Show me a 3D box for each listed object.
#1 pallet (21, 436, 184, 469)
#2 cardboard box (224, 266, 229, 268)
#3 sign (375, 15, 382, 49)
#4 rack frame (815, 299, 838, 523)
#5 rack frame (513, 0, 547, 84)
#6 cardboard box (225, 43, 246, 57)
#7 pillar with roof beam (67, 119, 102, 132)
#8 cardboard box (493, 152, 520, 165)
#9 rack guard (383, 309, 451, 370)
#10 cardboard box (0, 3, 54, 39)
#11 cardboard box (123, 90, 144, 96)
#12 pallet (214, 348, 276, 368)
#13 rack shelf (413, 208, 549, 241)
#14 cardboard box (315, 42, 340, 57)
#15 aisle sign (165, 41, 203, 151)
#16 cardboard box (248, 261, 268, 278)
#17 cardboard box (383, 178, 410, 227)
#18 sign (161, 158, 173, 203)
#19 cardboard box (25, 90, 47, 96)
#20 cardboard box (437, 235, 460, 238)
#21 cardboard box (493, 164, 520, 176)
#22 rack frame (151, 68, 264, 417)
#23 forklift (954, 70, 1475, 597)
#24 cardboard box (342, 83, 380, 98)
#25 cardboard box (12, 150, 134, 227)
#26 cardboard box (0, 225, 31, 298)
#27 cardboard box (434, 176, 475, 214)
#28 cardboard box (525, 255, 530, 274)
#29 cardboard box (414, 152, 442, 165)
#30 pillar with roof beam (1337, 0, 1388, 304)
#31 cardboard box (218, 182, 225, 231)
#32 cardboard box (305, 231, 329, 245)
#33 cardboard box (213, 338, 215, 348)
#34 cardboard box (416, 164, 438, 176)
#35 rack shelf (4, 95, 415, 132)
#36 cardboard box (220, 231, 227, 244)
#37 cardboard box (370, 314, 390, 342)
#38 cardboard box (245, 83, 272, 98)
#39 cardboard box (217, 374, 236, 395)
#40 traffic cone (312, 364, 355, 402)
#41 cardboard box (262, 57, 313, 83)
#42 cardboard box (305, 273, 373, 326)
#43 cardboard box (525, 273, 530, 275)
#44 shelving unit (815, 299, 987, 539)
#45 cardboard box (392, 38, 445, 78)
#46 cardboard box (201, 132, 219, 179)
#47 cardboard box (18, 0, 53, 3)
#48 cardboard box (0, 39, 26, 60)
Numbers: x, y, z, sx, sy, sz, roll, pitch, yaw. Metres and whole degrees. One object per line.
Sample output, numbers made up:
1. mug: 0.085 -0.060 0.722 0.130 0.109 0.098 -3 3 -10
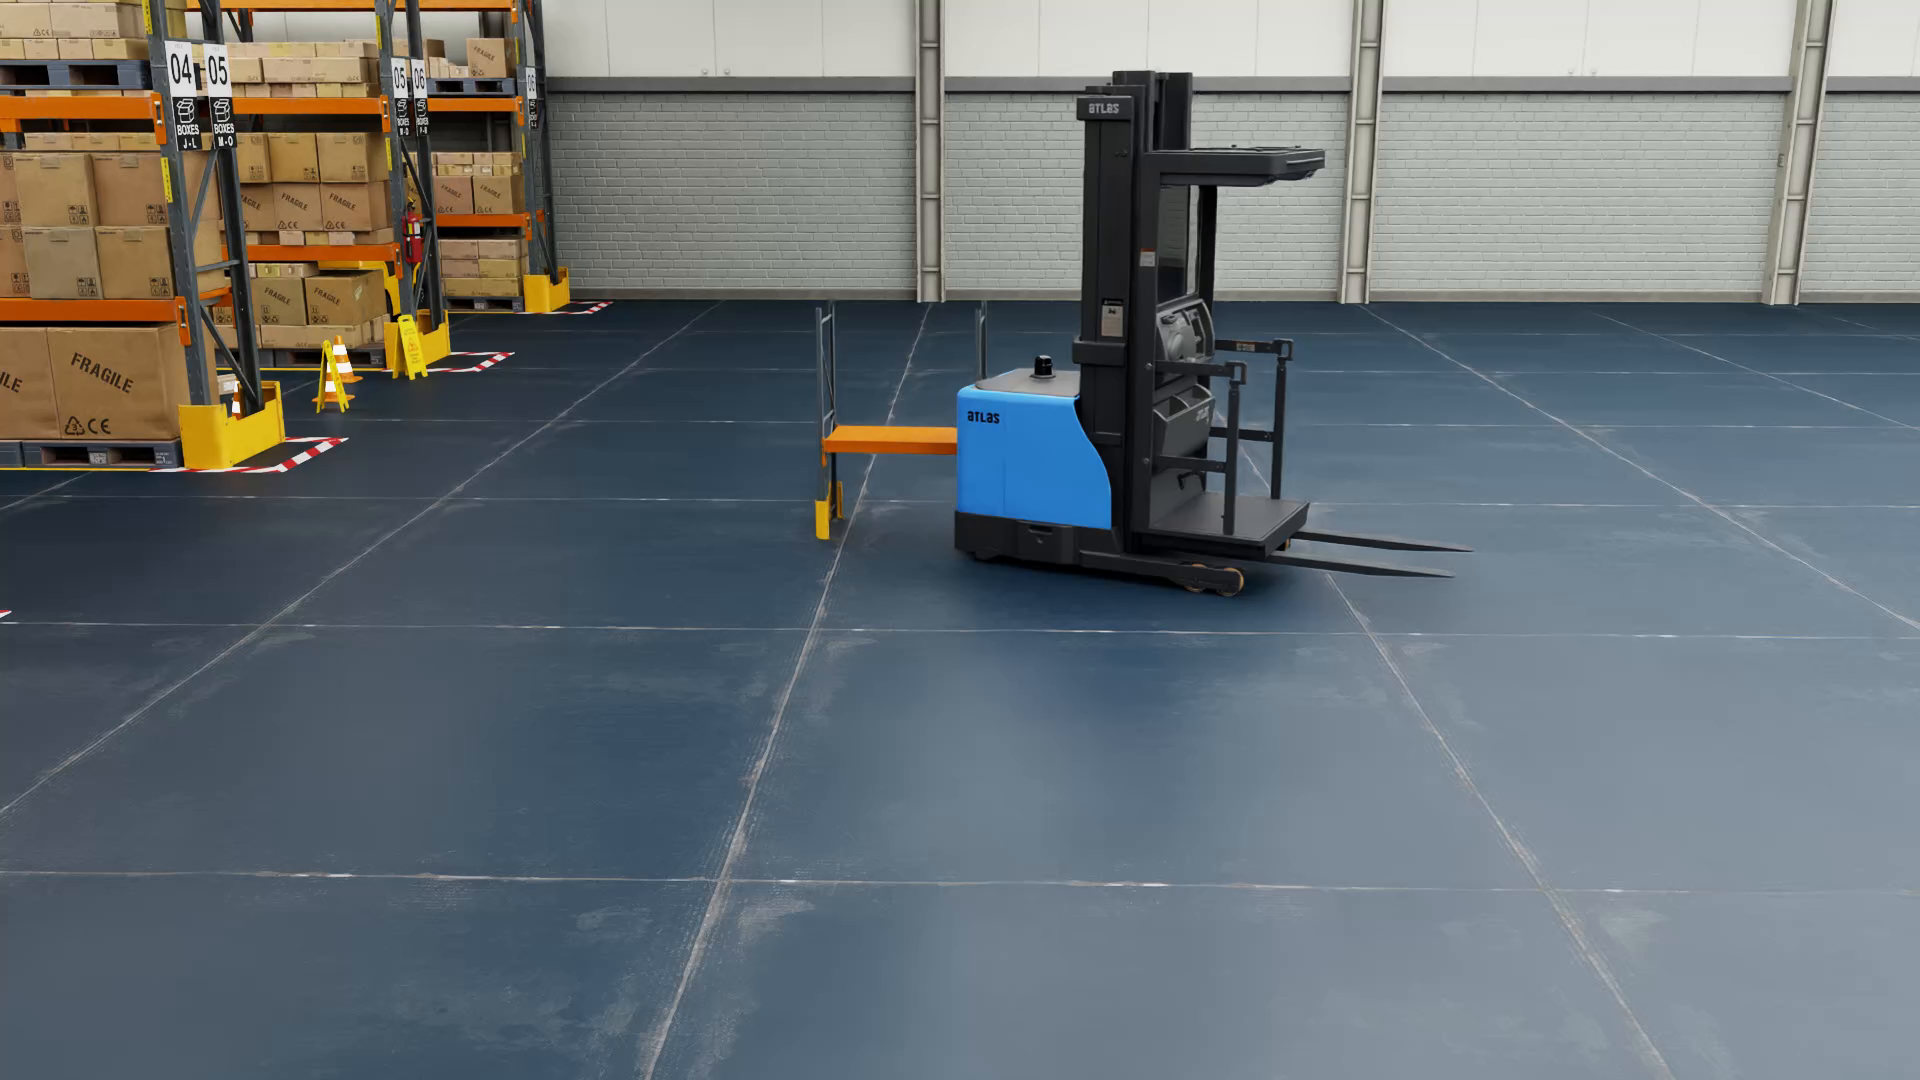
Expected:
1. pallet: -6.687 -0.785 13.400 1.213 0.211 1.003 0 15 1
2. cardboard box: -10.257 -3.758 23.036 0.625 0.625 0.875 1 15 4
3. sign: -5.894 -5.148 16.856 0.005 0.325 0.100 0 15 1
4. rack frame: -0.876 -0.807 10.958 0.032 1.500 0.500 1 15 6
5. rack frame: -5.737 -7.577 21.920 0.127 3.000 1.000 0 15 1
6. cardboard box: -7.475 -5.087 17.291 0.250 0.149 0.380 0 15 0
7. pillar with roof beam: -12.518 -6.753 18.796 0.400 9.000 9.100 0 15 1
8. cardboard box: -6.100 -5.131 22.357 0.250 0.149 0.380 0 15 2
9. rack guard: -5.936 -2.203 18.208 0.348 0.500 1.175 0 15 1
10. cardboard box: -6.882 -3.856 12.388 0.500 0.250 0.500 0 15 2
11. cardboard box: -8.526 -4.695 17.369 0.250 0.149 0.380 0 15 0
12. pallet: -7.963 -2.086 18.332 1.213 0.211 1.003 0 15 1
13. rack shelf: -7.736 -4.342 22.827 4.000 0.370 1.077 0 15 1
14. cardboard box: -6.462 -5.064 17.202 0.250 0.149 0.380 1 15 2
15. aisle sign: -5.822 -3.328 12.477 0.004 0.787 0.394 0 15 1
16. cardboard box: -7.551 -2.889 17.736 0.250 0.149 0.380 1 15 4
17. cardboard box: -6.326 -3.677 18.117 0.500 0.500 0.500 0 15 1
18. sign: -5.913 -2.684 12.398 0.005 0.325 0.100 0 15 1
19. cardboard box: -9.550 -4.700 17.389 0.250 0.149 0.380 0 15 1
20. cardboard box: -7.212 -4.093 23.082 0.500 0.250 0.500 0 15 1
21. cardboard box: -6.091 -4.969 22.328 0.250 0.149 0.380 1 15 2
22. rack frame: -5.885 -2.148 13.101 0.127 3.000 1.000 0 15 1
23. forklift: 1.521 -1.245 9.812 3.031 2.935 1.130 7 16 25
24. cardboard box: -6.224 -4.671 17.276 0.250 0.149 0.380 0 15 2
25. cardboard box: -6.807 -2.735 12.915 0.550 0.550 0.875 0 15 1
26. cardboard box: -7.364 -2.245 13.174 0.550 0.550 0.875 0 15 1
27. cardboard box: -6.754 -4.667 22.453 0.500 0.500 0.500 1 15 3
28. cardboard box: -6.201 -3.848 23.132 0.500 0.250 0.500 1 15 2
29. cardboard box: -7.120 -5.113 22.291 0.250 0.149 0.380 1 15 3
30. pillar with roof beam: 5.476 -6.636 18.351 0.400 9.000 9.100 0 15 1
31. cardboard box: -7.916 -3.553 17.647 0.500 0.500 0.500 1 15 2
32. cardboard box: -6.751 -3.218 17.648 0.250 0.149 0.380 0 15 0
33. cardboard box: -8.211 -2.234 17.995 0.500 0.250 0.500 0 15 1
34. cardboard box: -7.120 -4.975 22.349 0.250 0.149 0.380 0 15 0
35. rack shelf: -7.859 -4.526 17.646 4.000 0.370 1.077 0 15 1
36. cardboard box: -7.767 -3.252 17.779 0.250 0.149 0.380 0 15 1
37. cardboard box: -6.659 -2.360 18.472 0.500 0.250 0.500 0 15 1
38. cardboard box: -7.240 -4.682 17.320 0.250 0.149 0.380 0 15 1
39. cardboard box: -7.221 -1.526 16.331 0.250 0.149 0.380 9 17 30
40. traffic cone: -6.011 -1.573 15.894 0.334 0.463 0.336 0 15 1
41. cardboard box: -6.881 -4.874 17.265 0.500 0.250 0.500 0 15 1
42. cardboard box: -6.667 -2.586 17.857 0.500 0.500 0.500 0 15 2
43. cardboard box: -6.223 -3.603 23.184 0.500 0.250 0.500 0 15 2
44. shelving unit: -0.379 -0.794 10.910 1.083 1.500 0.587 1 15 6
45. cardboard box: -7.207 -6.400 22.121 0.500 0.500 0.700 0 15 2
46. cardboard box: -7.889 -4.055 17.590 0.500 0.500 0.700 0 15 1
47. cardboard box: -6.736 -4.033 12.276 0.250 0.149 0.380 1 15 2
48. cardboard box: -6.988 -3.649 12.384 0.250 0.149 0.380 1 15 2
